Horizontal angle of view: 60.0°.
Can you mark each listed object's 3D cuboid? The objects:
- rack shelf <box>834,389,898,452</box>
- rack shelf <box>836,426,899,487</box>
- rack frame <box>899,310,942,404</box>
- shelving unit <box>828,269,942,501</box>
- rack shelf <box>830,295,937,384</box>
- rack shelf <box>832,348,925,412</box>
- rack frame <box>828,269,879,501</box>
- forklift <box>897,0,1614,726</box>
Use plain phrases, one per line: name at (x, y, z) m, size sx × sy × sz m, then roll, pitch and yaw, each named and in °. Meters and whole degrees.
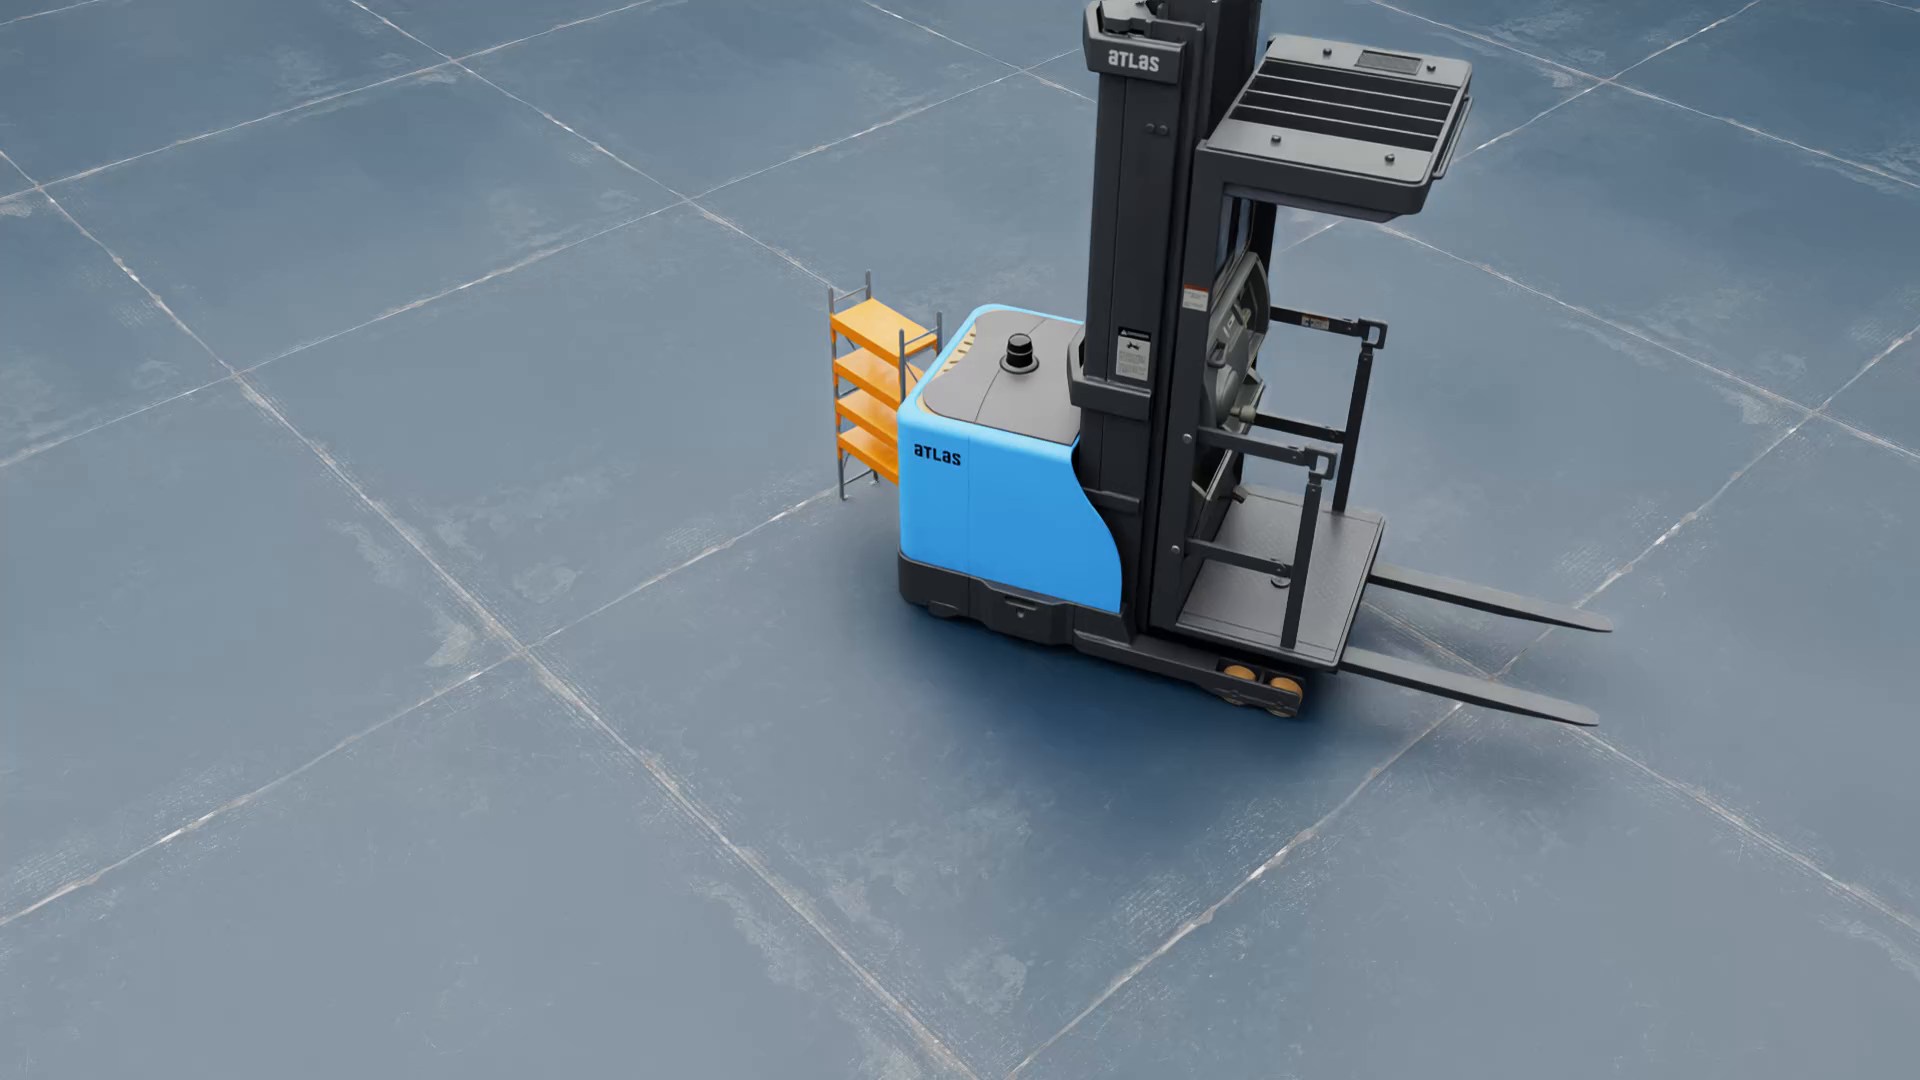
rack shelf at (-0.336, -0.549, 7.789) m, size 0.258 × 0.148 × 0.480 m, roll -30°, pitch 48°, yaw -32°
rack shelf at (-0.336, -0.394, 7.914) m, size 0.258 × 0.148 × 0.480 m, roll -30°, pitch 48°, yaw -32°
rack frame at (-0.171, -0.488, 7.607) m, size 0.240 × 1.200 × 0.015 m, roll -30°, pitch 48°, yaw -32°
shelving unit at (-0.336, -0.601, 7.747) m, size 0.258 × 1.200 × 0.503 m, roll -30°, pitch 48°, yaw -32°
rack shelf at (-0.336, -0.907, 7.500) m, size 0.258 × 0.148 × 0.480 m, roll -30°, pitch 48°, yaw -32°
rack shelf at (-0.336, -0.723, 7.649) m, size 0.258 × 0.148 × 0.480 m, roll -30°, pitch 48°, yaw -32°
rack frame at (-0.501, -0.714, 7.887) m, size 0.240 × 1.200 × 0.015 m, roll -30°, pitch 48°, yaw -32°
forklift at (1.289, -0.775, 6.584) m, size 3.031 × 2.935 × 1.130 m, roll 14°, pitch 41°, yaw 17°
